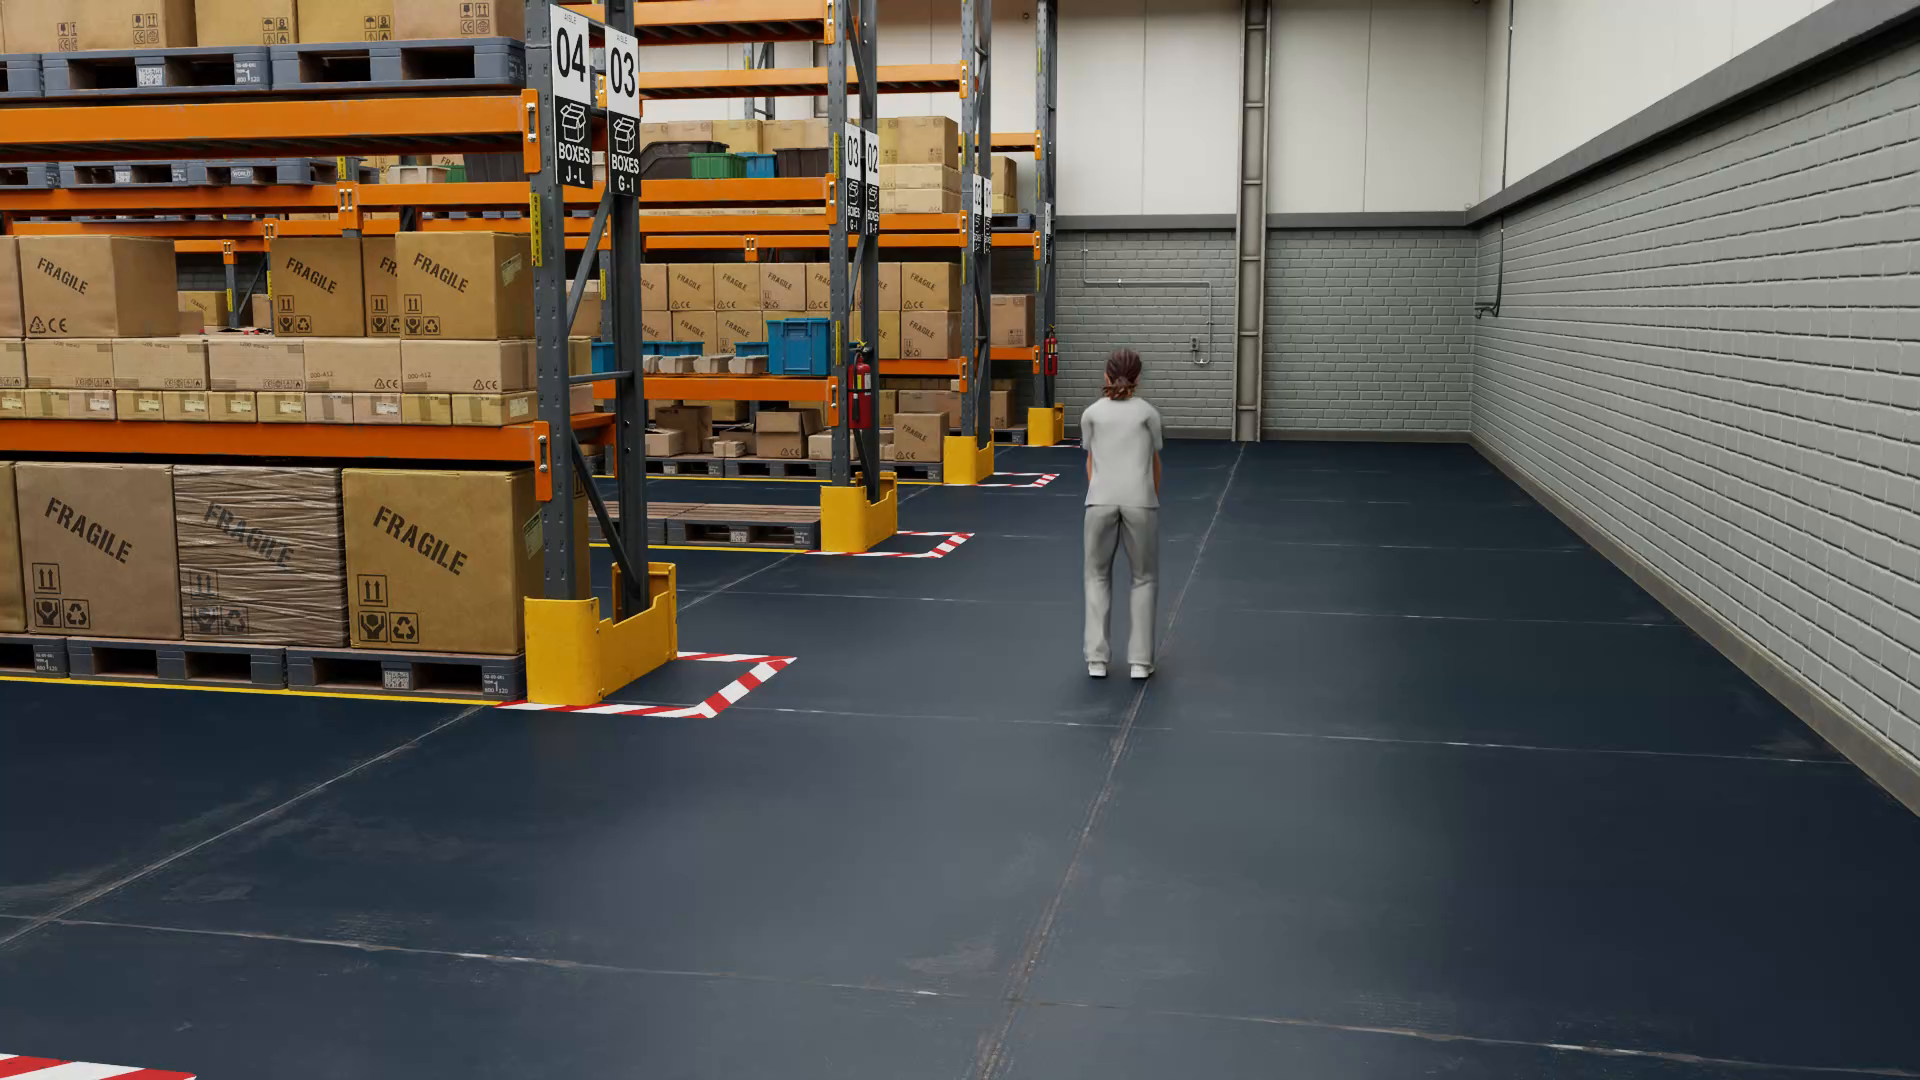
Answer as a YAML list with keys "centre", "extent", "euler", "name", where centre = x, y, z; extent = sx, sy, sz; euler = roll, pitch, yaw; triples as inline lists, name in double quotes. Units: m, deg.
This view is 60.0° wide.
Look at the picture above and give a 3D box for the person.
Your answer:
- centre: [0.819, -0.146, 8.450]
  extent: [0.410, 1.656, 0.517]
  euler: [1, 8, 10]
  name: "person"
